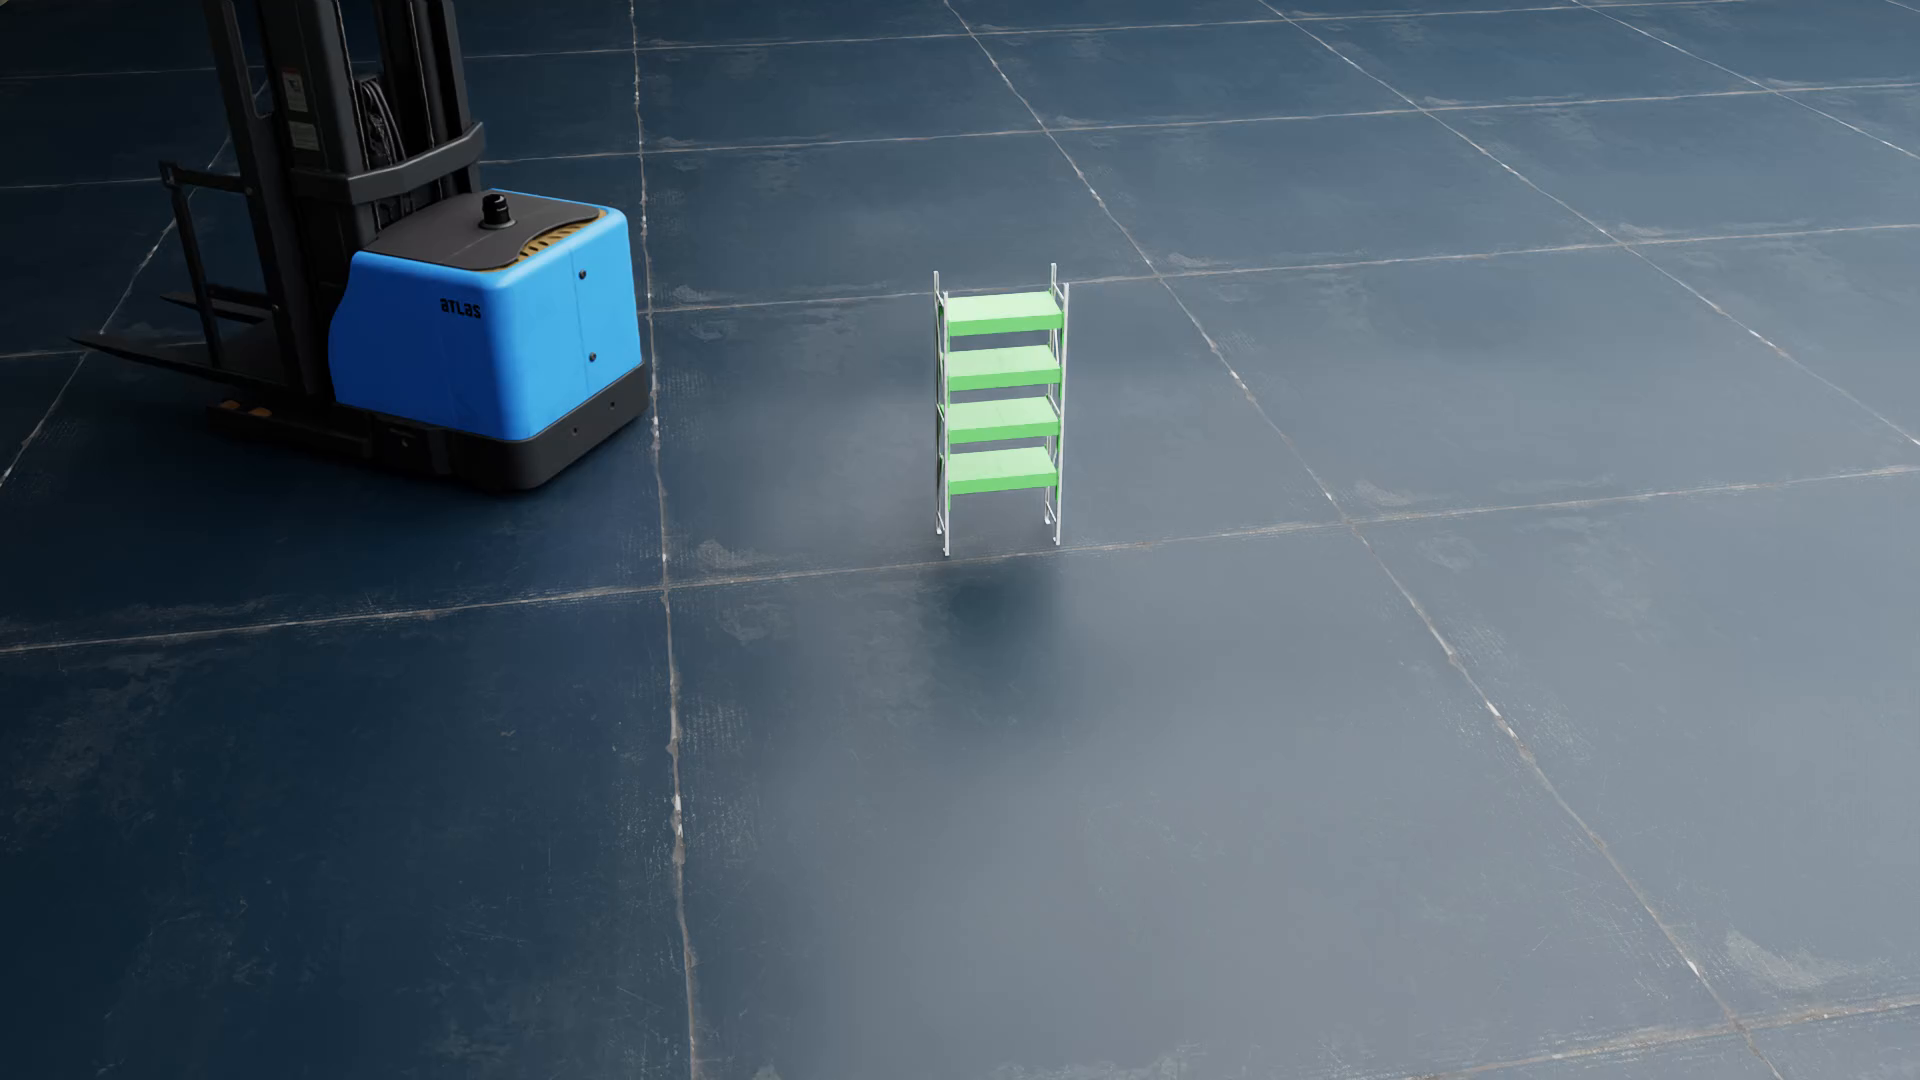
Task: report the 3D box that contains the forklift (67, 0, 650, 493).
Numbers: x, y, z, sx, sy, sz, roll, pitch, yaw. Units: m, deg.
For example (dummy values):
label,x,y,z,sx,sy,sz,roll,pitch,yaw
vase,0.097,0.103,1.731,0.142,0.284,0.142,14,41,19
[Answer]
label,x,y,z,sx,sy,sz,roll,pitch,yaw
forklift,-3.102,-1.965,7.700,3.031,2.935,1.130,13,33,21

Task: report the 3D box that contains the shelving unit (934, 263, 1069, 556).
label,x,y,z,sx,sy,sz,roll,pitch,yaw
shelving unit,0.163,-0.532,6.972,0.503,1.200,0.258,-5,31,-9

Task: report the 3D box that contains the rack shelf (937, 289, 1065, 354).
label,x,y,z,sx,sy,sz,roll,pitch,yaw
rack shelf,0.163,-0.891,6.761,0.480,0.148,0.258,-5,31,-9

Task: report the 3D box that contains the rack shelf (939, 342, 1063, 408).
label,x,y,z,sx,sy,sz,roll,pitch,yaw
rack shelf,0.163,-0.684,6.882,0.480,0.148,0.258,-5,31,-9

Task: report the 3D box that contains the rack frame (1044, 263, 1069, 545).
label,x,y,z,sx,sy,sz,roll,pitch,yaw
rack frame,0.403,-0.555,7.009,0.015,1.200,0.240,-5,31,-9

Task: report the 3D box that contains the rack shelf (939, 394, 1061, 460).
label,x,y,z,sx,sy,sz,roll,pitch,yaw
rack shelf,0.163,-0.477,7.004,0.480,0.148,0.258,-5,31,-9

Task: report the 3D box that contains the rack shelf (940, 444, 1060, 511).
label,x,y,z,sx,sy,sz,roll,pitch,yaw
rack shelf,0.163,-0.270,7.126,0.480,0.148,0.258,-5,31,-9

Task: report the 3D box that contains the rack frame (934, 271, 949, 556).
label,x,y,z,sx,sy,sz,roll,pitch,yaw
rack frame,-0.077,-0.510,6.934,0.015,1.200,0.240,-5,31,-9
